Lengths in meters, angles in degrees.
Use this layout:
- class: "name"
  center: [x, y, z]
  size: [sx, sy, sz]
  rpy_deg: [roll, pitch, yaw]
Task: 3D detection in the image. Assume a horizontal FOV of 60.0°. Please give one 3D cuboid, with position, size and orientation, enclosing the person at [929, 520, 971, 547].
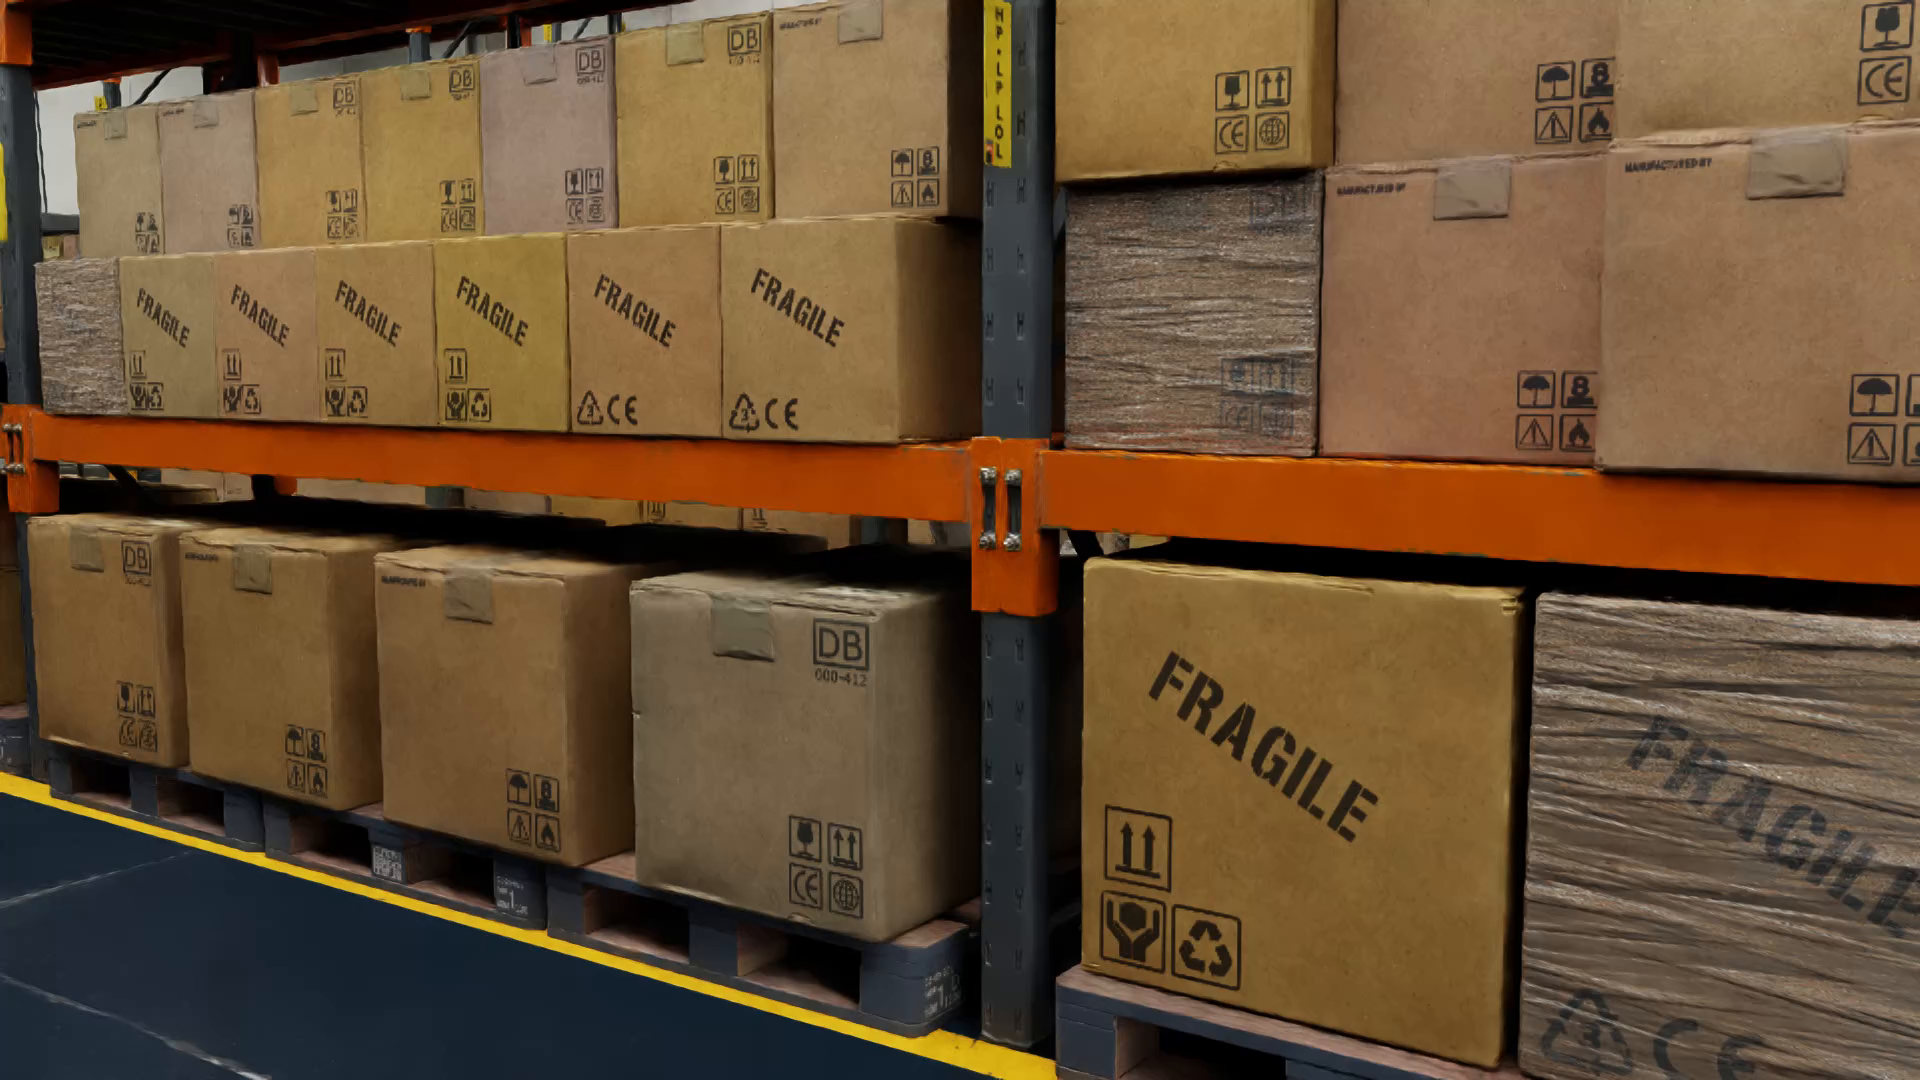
- class: "person"
  center: [-0.007, -0.076, 6.626]
  size: [0.505, 1.678, 0.635]
  rpy_deg: [-3, 7, -24]
